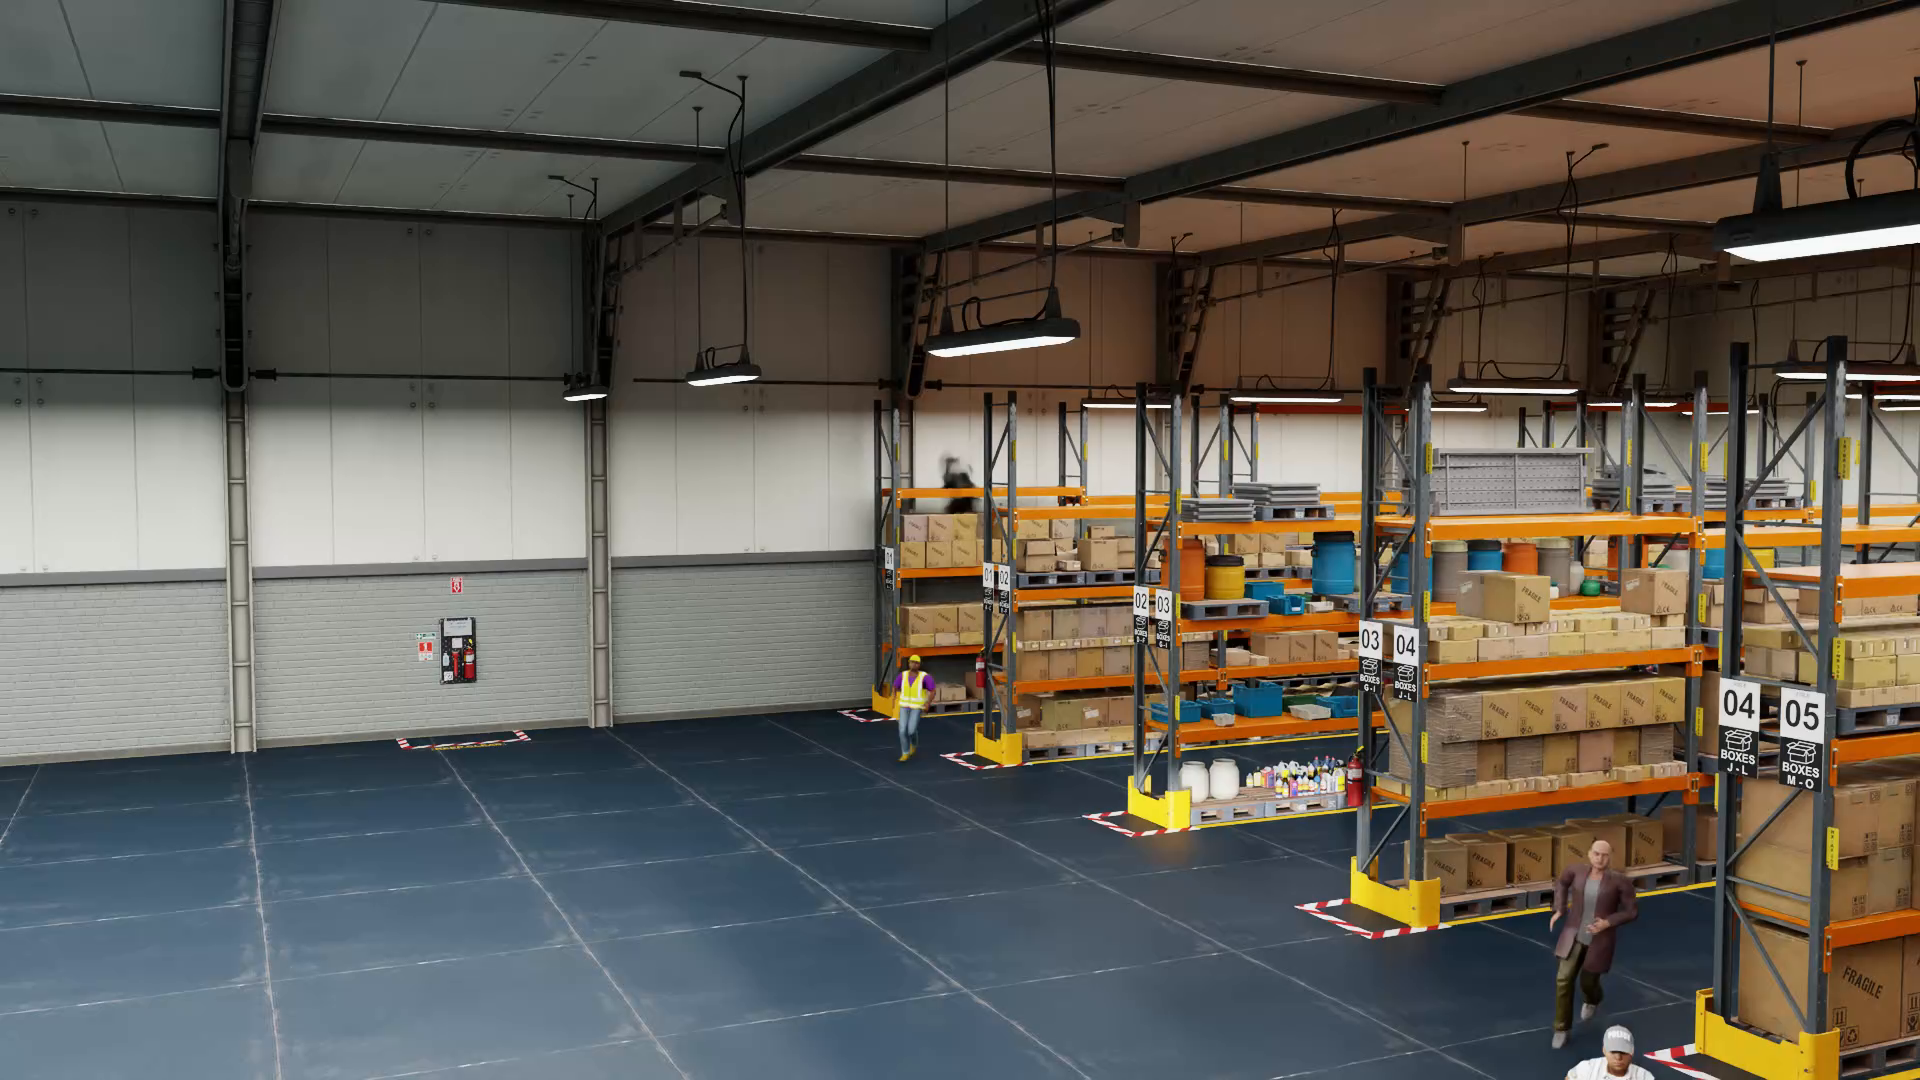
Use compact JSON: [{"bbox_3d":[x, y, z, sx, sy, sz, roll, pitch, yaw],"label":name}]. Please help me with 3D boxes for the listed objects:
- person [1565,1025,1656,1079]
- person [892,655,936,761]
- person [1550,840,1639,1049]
[{"bbox_3d":[3.940,3.740,9.994,0.580,1.710,0.838,1,3,18],"label":"person"},{"bbox_3d":[-0.797,2.734,27.031,0.732,1.733,0.506,1,3,17],"label":"person"},{"bbox_3d":[5.489,3.475,14.409,0.747,1.801,0.928,2,4,36],"label":"person"}]
